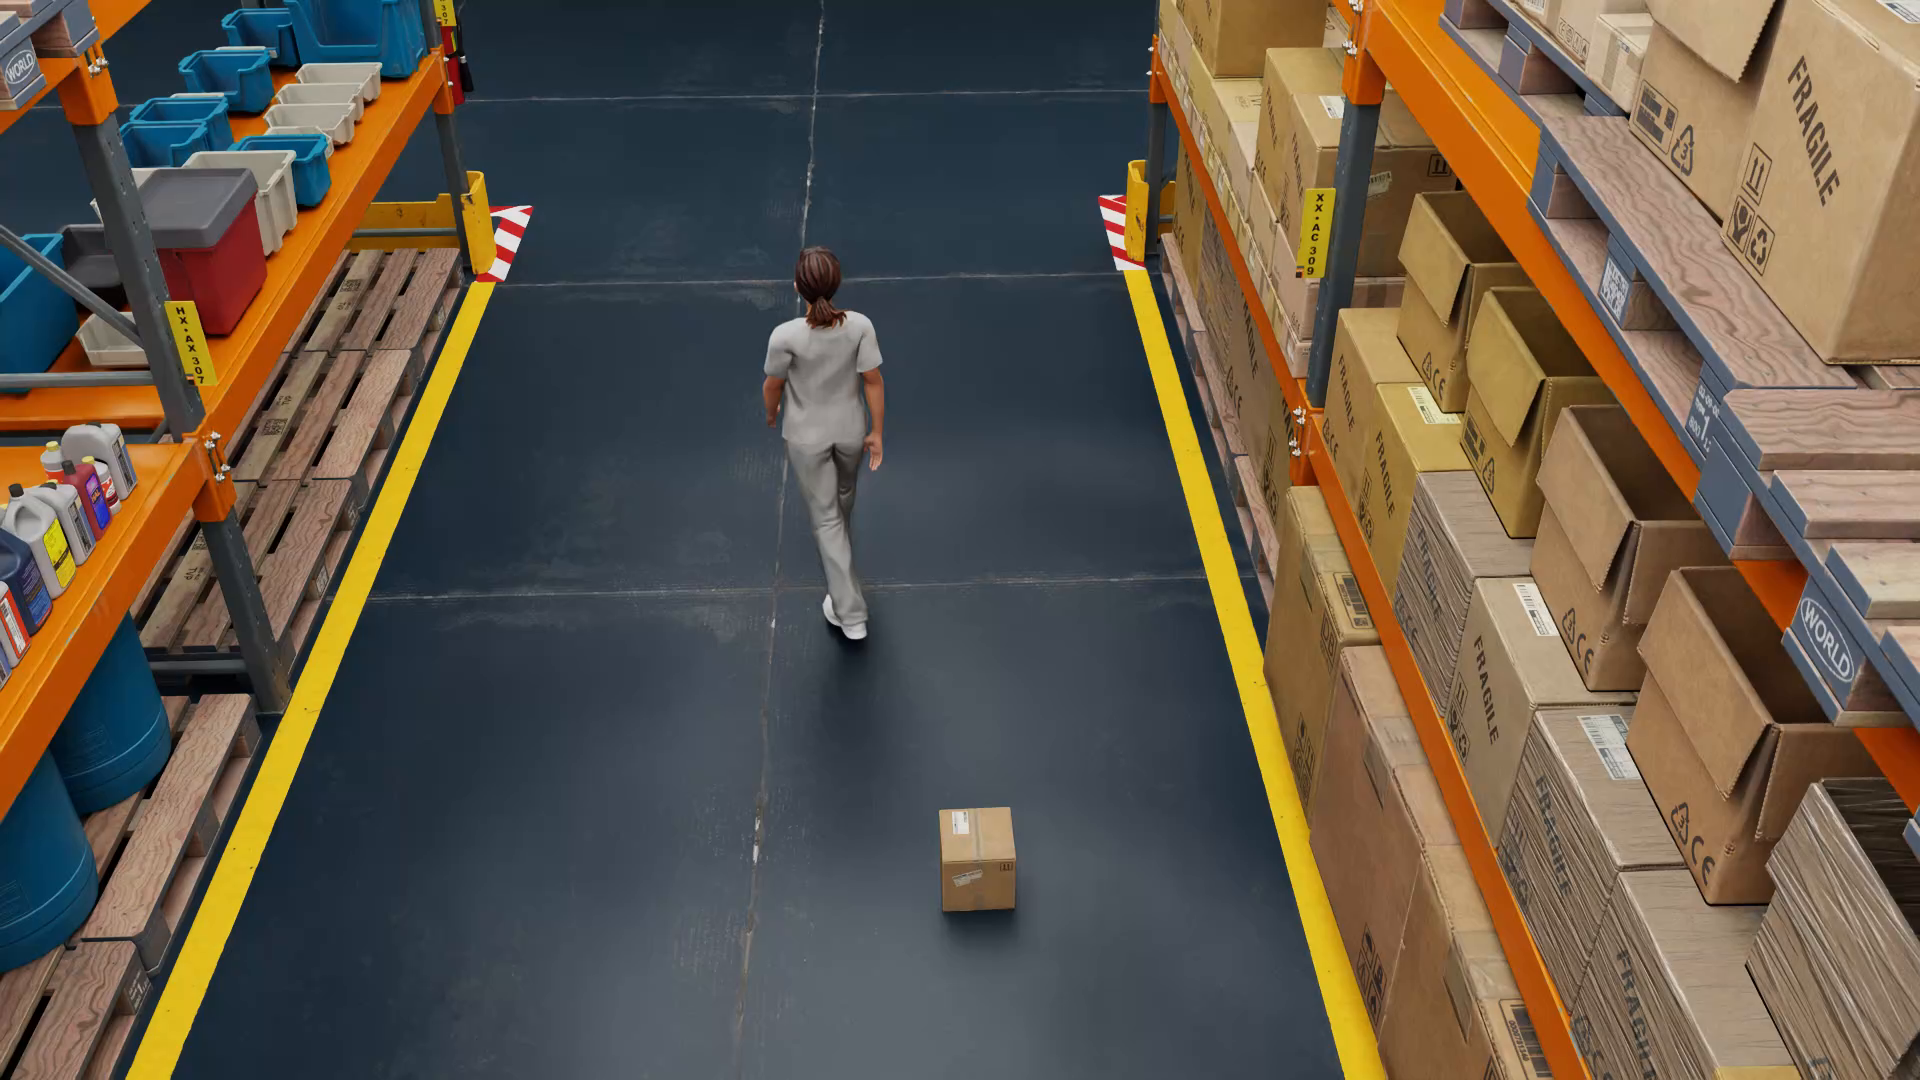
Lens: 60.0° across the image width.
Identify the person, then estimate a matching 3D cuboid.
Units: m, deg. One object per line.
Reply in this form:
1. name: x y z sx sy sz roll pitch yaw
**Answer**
1. person: -0.575 -0.476 6.798 0.456 1.638 0.932 -13 37 -18
